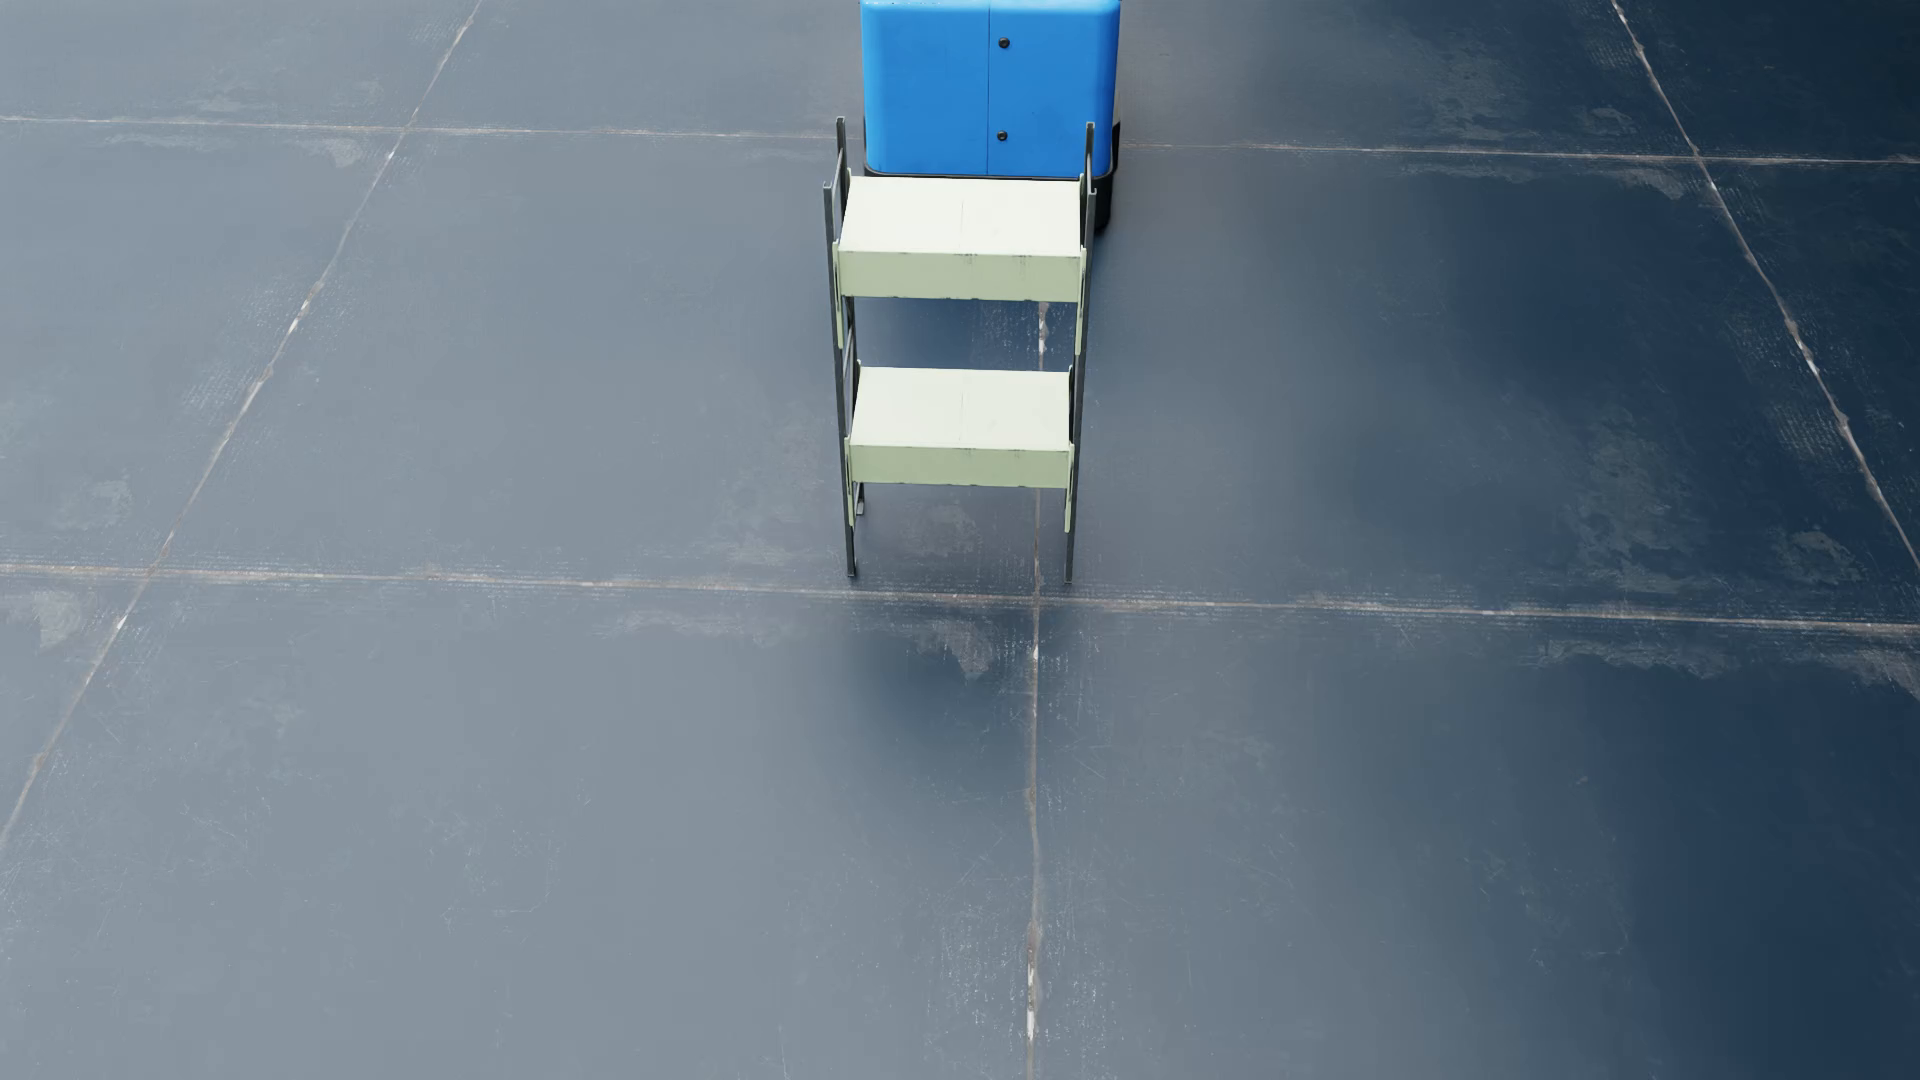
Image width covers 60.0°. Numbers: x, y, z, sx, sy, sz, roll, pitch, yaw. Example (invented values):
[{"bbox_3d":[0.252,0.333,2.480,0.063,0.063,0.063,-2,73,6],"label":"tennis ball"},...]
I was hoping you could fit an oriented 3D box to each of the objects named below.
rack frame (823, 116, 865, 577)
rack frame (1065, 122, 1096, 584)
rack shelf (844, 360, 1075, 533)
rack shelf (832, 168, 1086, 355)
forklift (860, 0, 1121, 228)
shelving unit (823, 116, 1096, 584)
[{"bbox_3d":[-0.359,-0.560,5.251,0.023,1.500,0.400,2,43,2],"label":"rack frame"},{"bbox_3d":[0.372,-0.537,5.227,0.023,1.500,0.400,2,43,2],"label":"rack frame"},{"bbox_3d":[0.007,-0.310,5.461,0.720,0.370,0.431,2,43,2],"label":"rack shelf"},{"bbox_3d":[0.007,-0.834,4.973,0.720,0.370,0.431,2,43,2],"label":"rack shelf"},{"bbox_3d":[0.186,-3.385,7.233,1.130,2.935,3.031,2,43,2],"label":"forklift"},{"bbox_3d":[0.007,-0.549,5.239,0.755,1.500,0.431,2,43,2],"label":"shelving unit"}]
